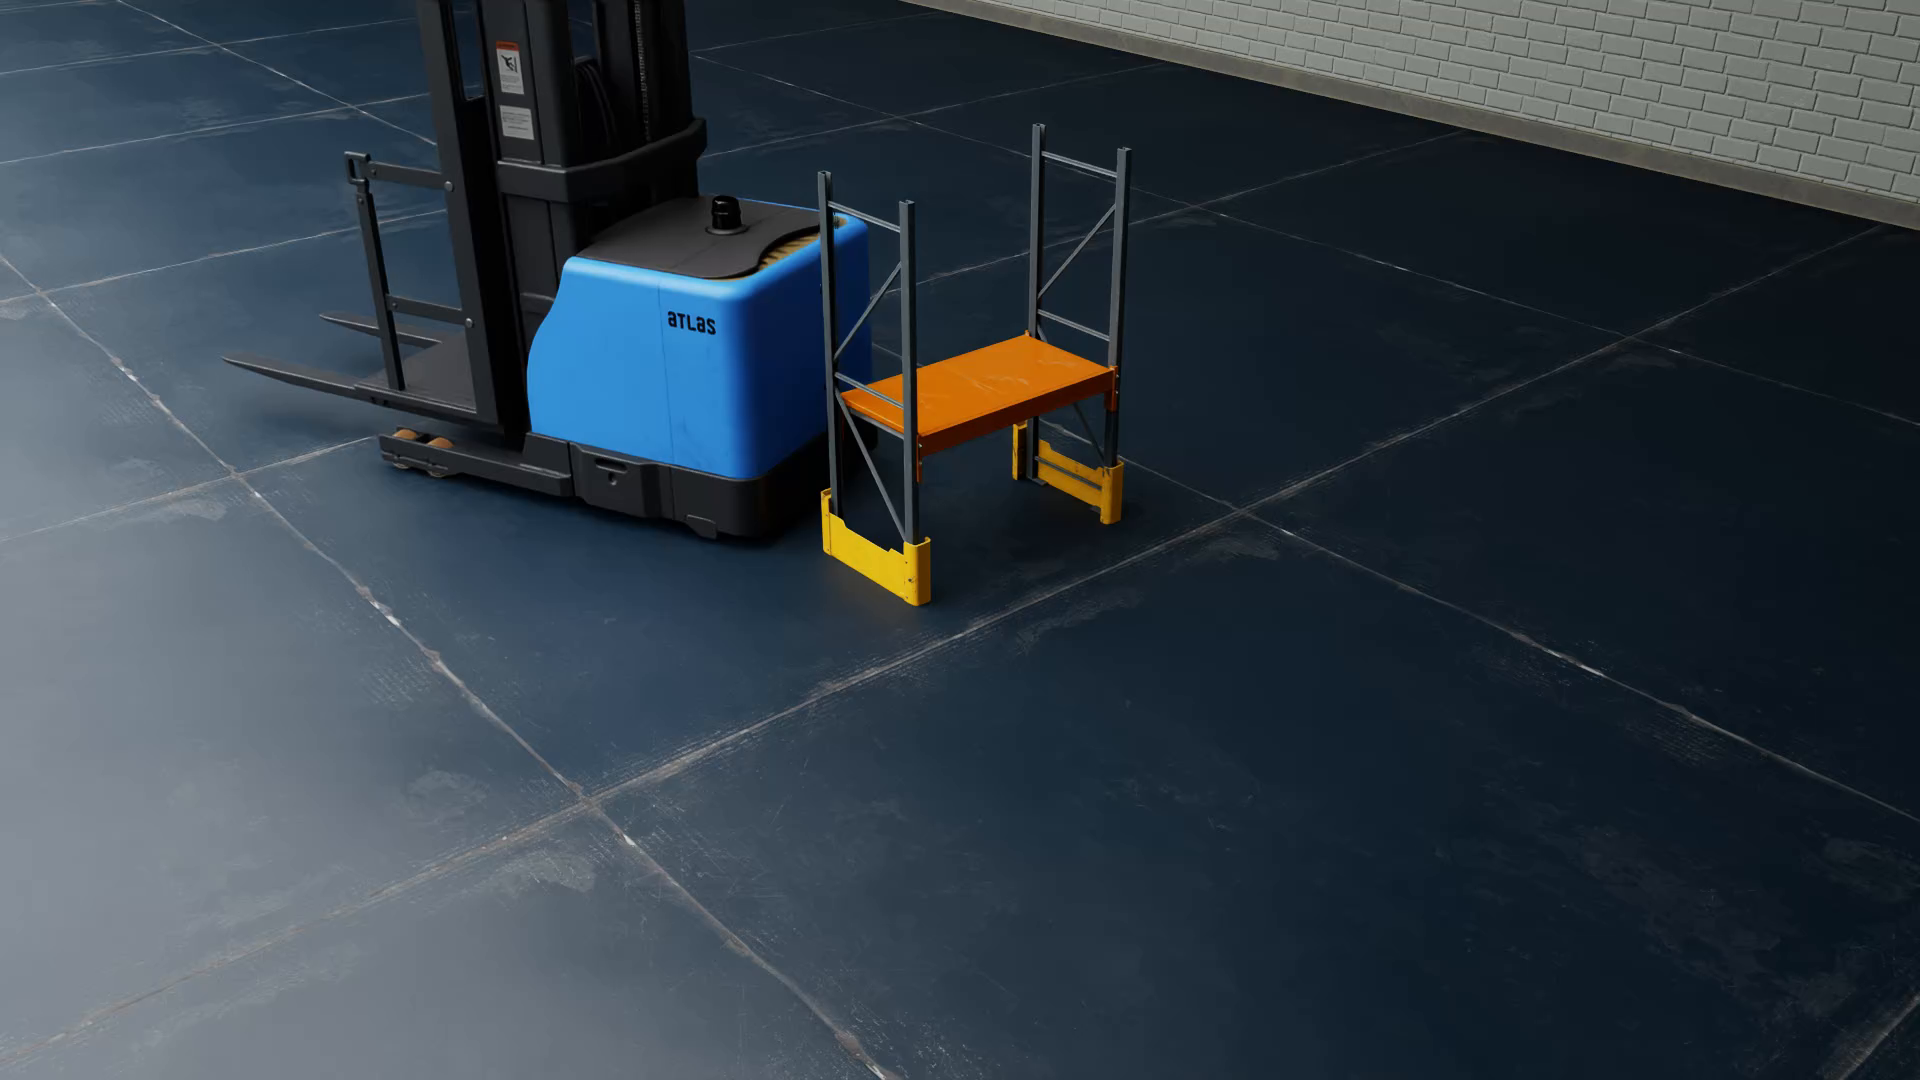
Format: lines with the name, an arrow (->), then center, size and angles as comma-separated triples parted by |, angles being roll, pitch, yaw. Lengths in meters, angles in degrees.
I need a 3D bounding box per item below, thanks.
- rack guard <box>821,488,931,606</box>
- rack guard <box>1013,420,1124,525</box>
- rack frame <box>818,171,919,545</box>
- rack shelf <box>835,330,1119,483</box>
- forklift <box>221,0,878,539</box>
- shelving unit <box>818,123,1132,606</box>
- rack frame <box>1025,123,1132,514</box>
rack guard -> -0.321, 0.019, 6.269 | 0.087, 0.250, 0.587 | -22, 35, -35
rack guard -> 0.437, -0.286, 6.840 | 0.087, 0.250, 0.587 | -22, 35, -35
rack frame -> -0.322, -0.532, 5.974 | 0.032, 1.500, 0.500 | -22, 35, -35
rack shelf -> 0.065, -0.529, 6.350 | 1.000, 0.185, 0.538 | -22, 35, -35
forklift -> -1.910, -1.764, 6.761 | 3.031, 2.935, 1.130 | 13, 31, 23
shelving unit -> 0.058, -0.685, 6.260 | 1.083, 1.500, 0.587 | -22, 35, -35
rack frame -> 0.452, -0.843, 6.556 | 0.032, 1.500, 0.500 | -22, 35, -35
